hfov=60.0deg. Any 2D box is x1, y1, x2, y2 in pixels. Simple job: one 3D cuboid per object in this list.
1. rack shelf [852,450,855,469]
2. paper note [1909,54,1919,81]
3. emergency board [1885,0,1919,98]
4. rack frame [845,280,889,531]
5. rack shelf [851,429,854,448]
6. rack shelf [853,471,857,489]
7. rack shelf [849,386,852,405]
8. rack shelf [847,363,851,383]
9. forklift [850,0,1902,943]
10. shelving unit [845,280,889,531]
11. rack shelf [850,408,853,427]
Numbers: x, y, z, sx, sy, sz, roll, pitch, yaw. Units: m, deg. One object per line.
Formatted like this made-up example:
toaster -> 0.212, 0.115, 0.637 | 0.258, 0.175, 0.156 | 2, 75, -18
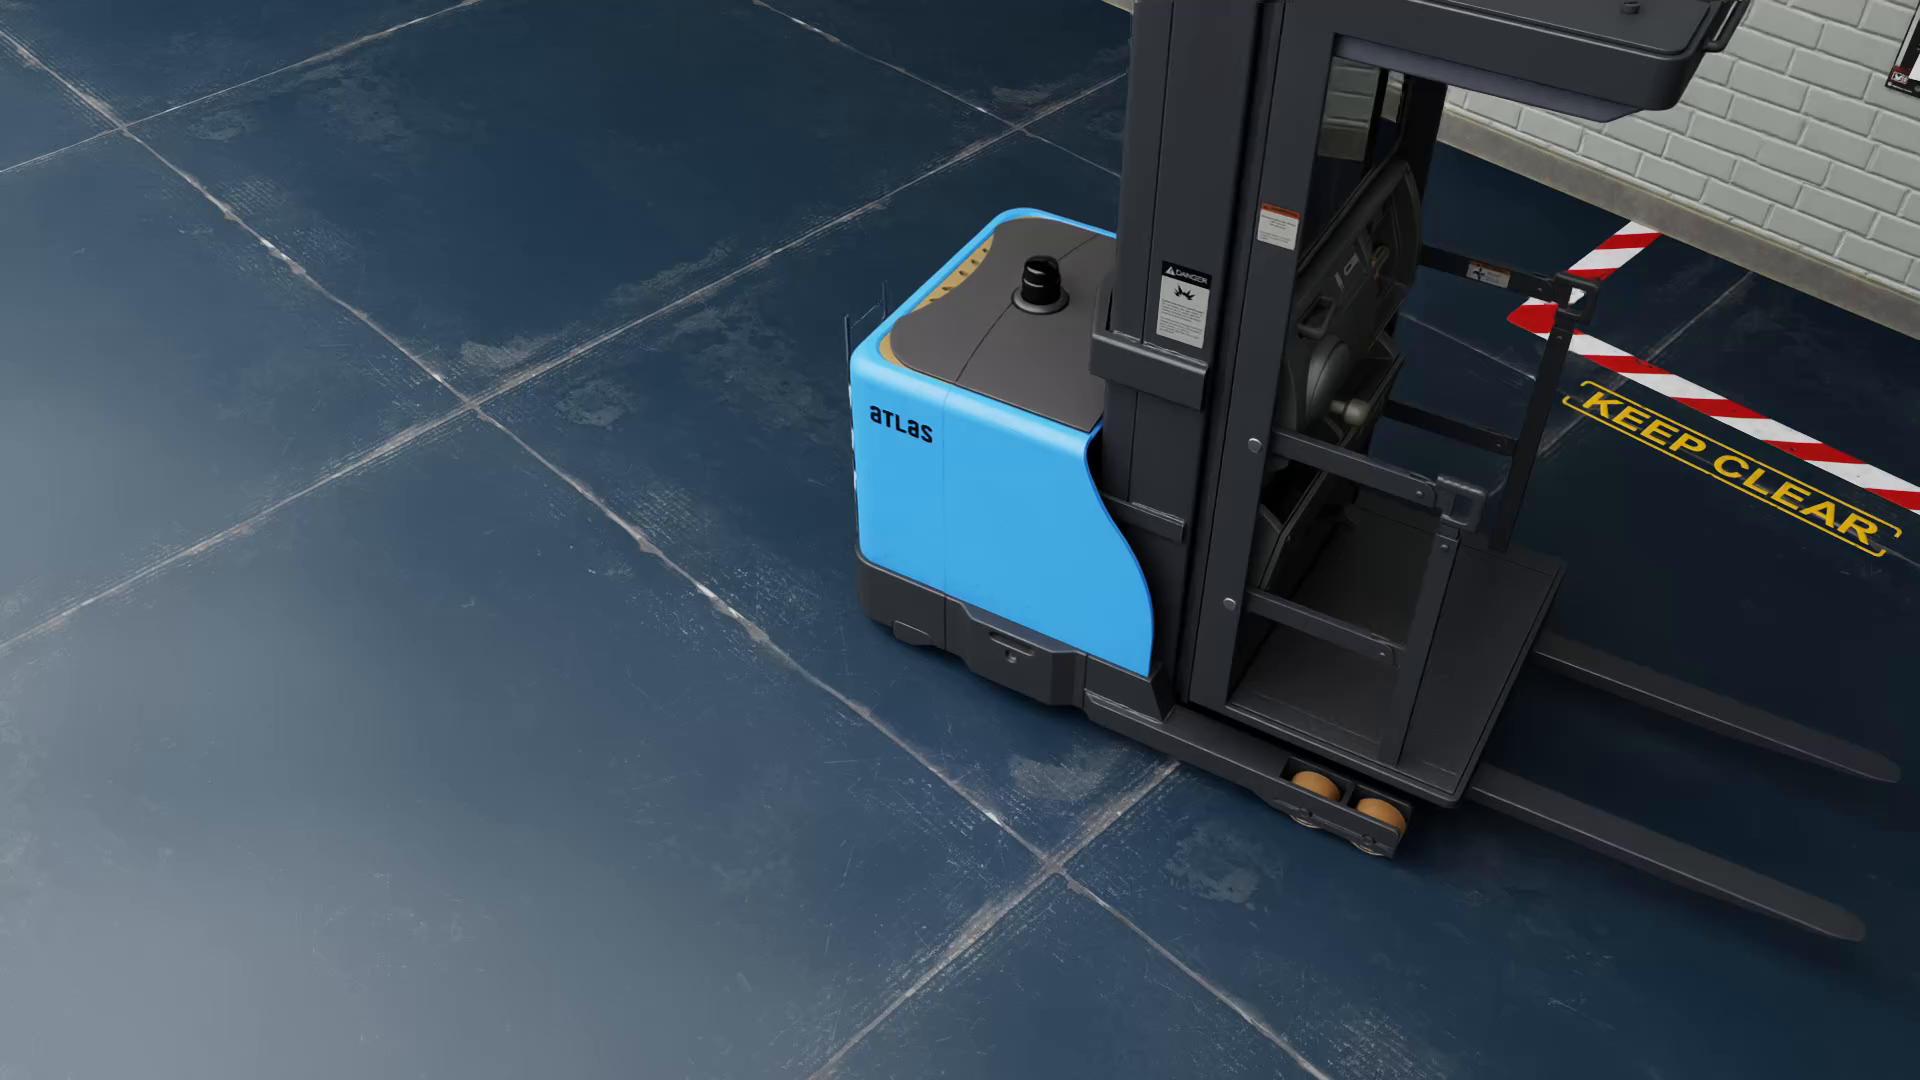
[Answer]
rack shelf -> -0.208, -0.306, 5.599 | 0.200, 0.077, 0.258 | 22, 47, 22
paper note -> 3.562, -1.732, 6.064 | 0.016, 0.148, 0.142 | -34, 53, -31
emergency board -> 3.644, -1.951, 5.651 | 0.157, 1.169, 0.626 | -34, 53, -31
rack frame -> -0.296, -0.431, 5.554 | 0.006, 0.900, 0.240 | 22, 47, 22
rack shelf -> -0.208, -0.372, 5.538 | 0.200, 0.077, 0.258 | 22, 47, 22
rack shelf -> -0.208, -0.239, 5.660 | 0.200, 0.077, 0.258 | 22, 47, 22
rack shelf -> -0.208, -0.504, 5.416 | 0.200, 0.077, 0.258 | 22, 47, 22
rack shelf -> -0.208, -0.570, 5.355 | 0.200, 0.077, 0.258 | 22, 47, 22
forklift -> 1.198, -0.589, 4.228 | 3.031, 2.935, 1.130 | 22, 47, 22
shelving unit -> -0.208, -0.396, 5.516 | 0.210, 0.900, 0.258 | 22, 47, 22
rack shelf -> -0.208, -0.438, 5.477 | 0.200, 0.077, 0.258 | 22, 47, 22
